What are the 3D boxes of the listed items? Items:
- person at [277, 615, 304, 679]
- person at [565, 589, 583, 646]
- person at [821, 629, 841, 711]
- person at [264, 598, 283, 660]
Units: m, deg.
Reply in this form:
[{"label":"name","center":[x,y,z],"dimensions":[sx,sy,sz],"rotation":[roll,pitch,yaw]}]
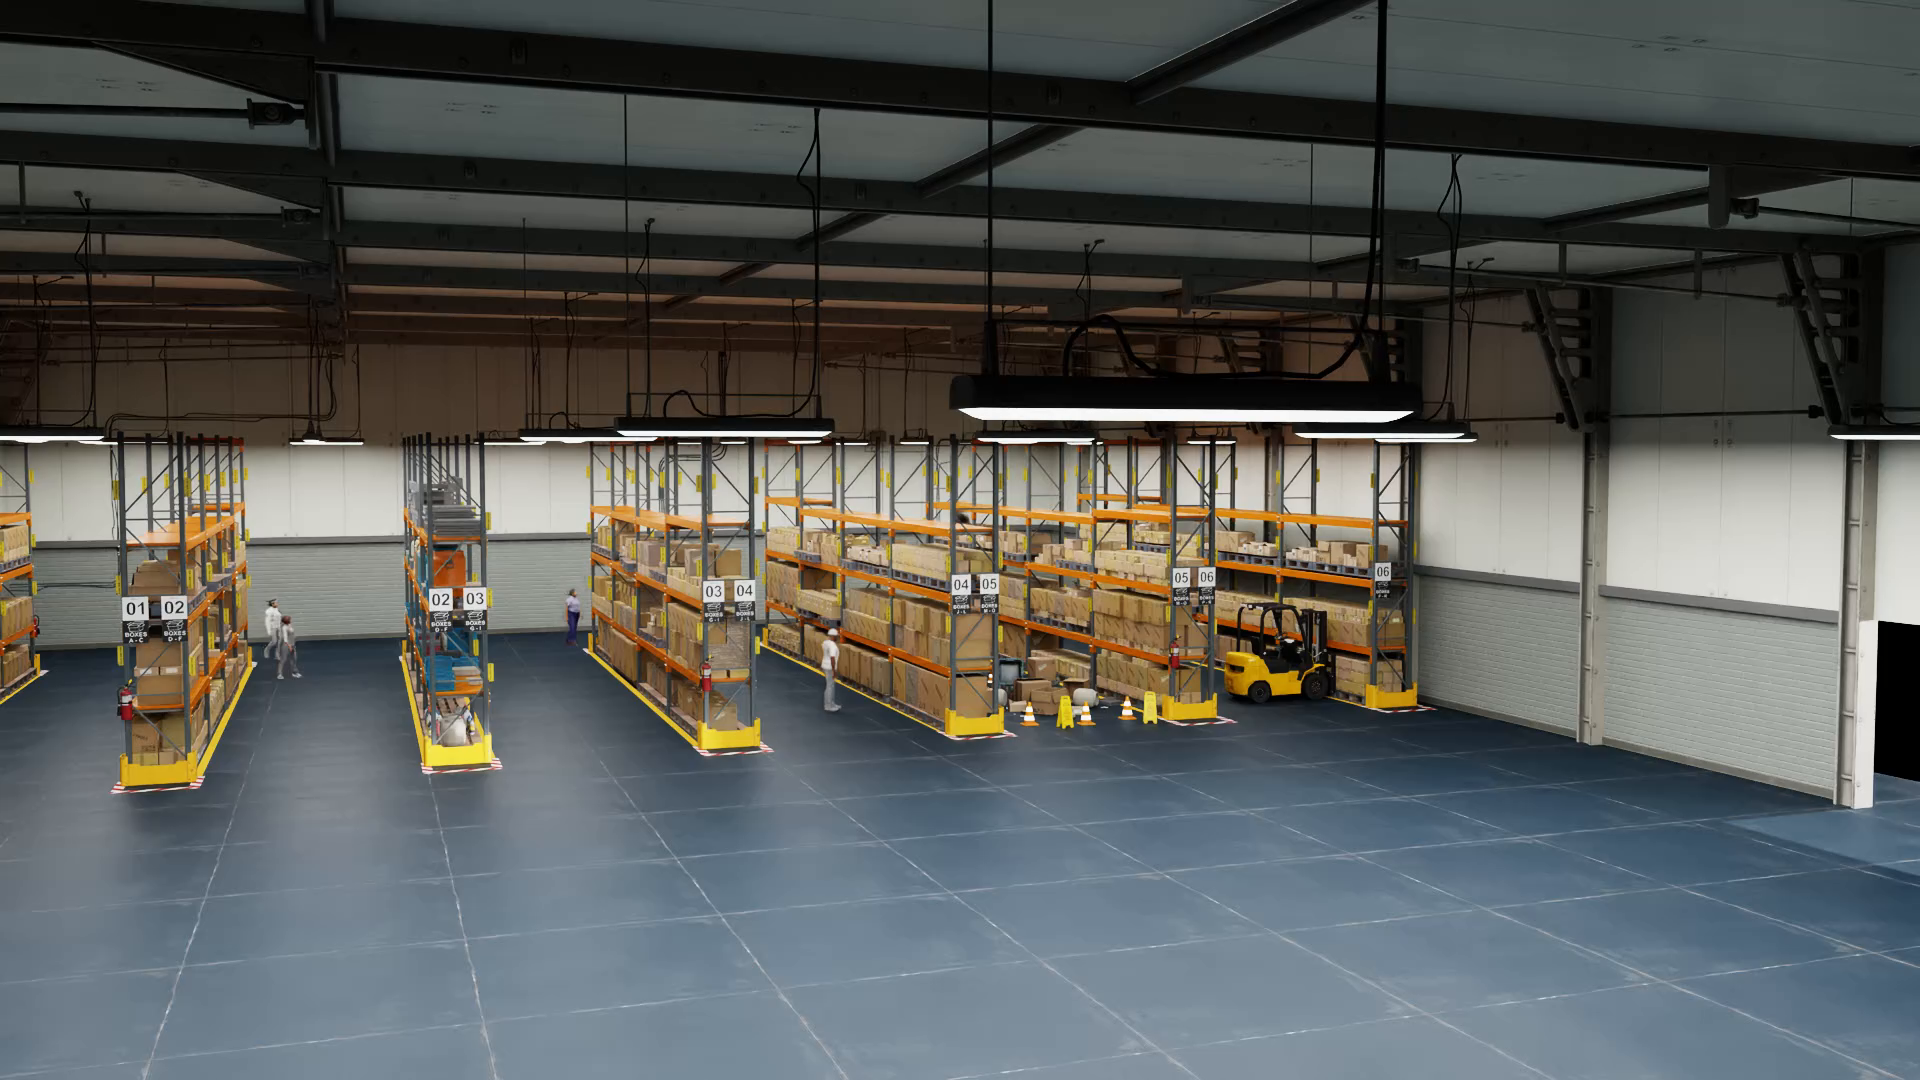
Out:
[{"label":"person","center":[-16.677,2.656,41.302],"dimensions":[0.508,1.614,0.582],"rotation":[1,3,9]},{"label":"person","center":[-11.163,2.227,48.131],"dimensions":[0.759,1.621,0.539],"rotation":[2,4,38]},{"label":"person","center":[-2.798,2.823,36.309],"dimensions":[0.433,1.782,0.599],"rotation":[-1,3,-18]},{"label":"person","center":[-18.482,2.388,44.767],"dimensions":[0.475,1.679,0.502],"rotation":[2,4,26]}]
